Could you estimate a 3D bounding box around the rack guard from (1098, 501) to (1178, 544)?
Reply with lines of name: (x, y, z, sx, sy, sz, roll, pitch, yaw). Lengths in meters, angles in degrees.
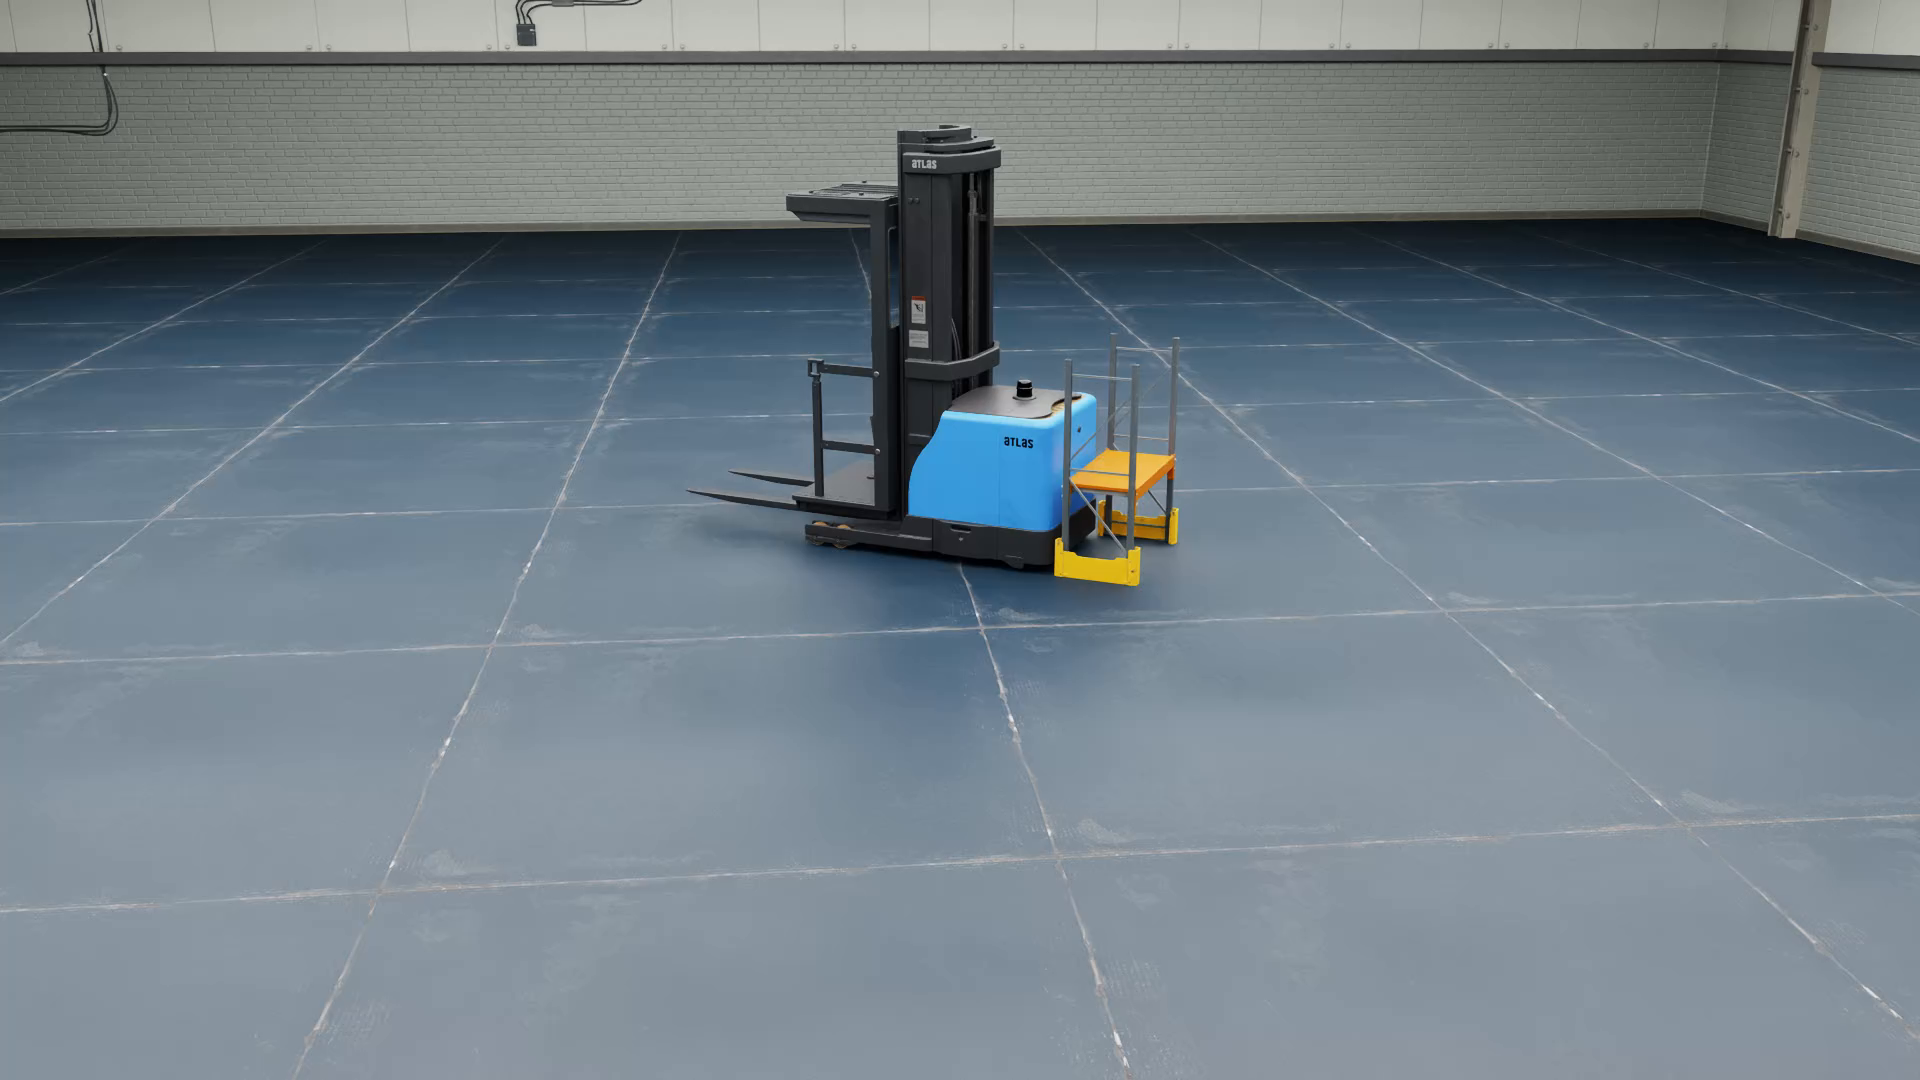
rack guard: (1.300, -0.129, 12.170, 0.587, 0.250, 0.087, 7, 19, 21)

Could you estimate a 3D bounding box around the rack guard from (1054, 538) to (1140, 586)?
rack guard: (0.930, 0.148, 11.288, 0.587, 0.250, 0.087, 7, 19, 21)

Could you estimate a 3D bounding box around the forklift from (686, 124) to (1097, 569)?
forklift: (-0.569, -1.474, 11.979, 3.031, 2.935, 1.130, 8, 19, 23)

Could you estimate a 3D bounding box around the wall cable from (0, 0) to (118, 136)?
wall cable: (-15.942, -8.067, 28.033, 3.097, 2.526, 0.112, -2, 18, -6)

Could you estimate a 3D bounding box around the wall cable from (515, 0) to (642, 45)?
wall cable: (-6.498, -11.459, 27.977, 2.305, 6.003, 0.169, -2, 18, -6)

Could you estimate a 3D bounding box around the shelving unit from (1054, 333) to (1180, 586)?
shelving unit: (1.116, -0.587, 11.542, 0.587, 1.500, 1.083, 7, 19, 21)

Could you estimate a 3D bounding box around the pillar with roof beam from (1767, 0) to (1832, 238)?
pillar with roof beam: (10.096, -9.470, 27.318, 9.100, 9.000, 0.400, -2, 18, -6)

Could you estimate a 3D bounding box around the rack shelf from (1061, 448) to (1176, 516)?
rack shelf: (1.119, -0.418, 11.604, 0.538, 0.185, 1.000, 7, 19, 21)

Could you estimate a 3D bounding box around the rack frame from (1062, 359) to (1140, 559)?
rack frame: (0.930, -0.448, 11.100, 0.500, 1.500, 0.032, 7, 19, 21)

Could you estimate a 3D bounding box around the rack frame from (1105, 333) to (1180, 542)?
rack frame: (1.308, -0.731, 12.000, 0.500, 1.500, 0.032, 7, 19, 21)
